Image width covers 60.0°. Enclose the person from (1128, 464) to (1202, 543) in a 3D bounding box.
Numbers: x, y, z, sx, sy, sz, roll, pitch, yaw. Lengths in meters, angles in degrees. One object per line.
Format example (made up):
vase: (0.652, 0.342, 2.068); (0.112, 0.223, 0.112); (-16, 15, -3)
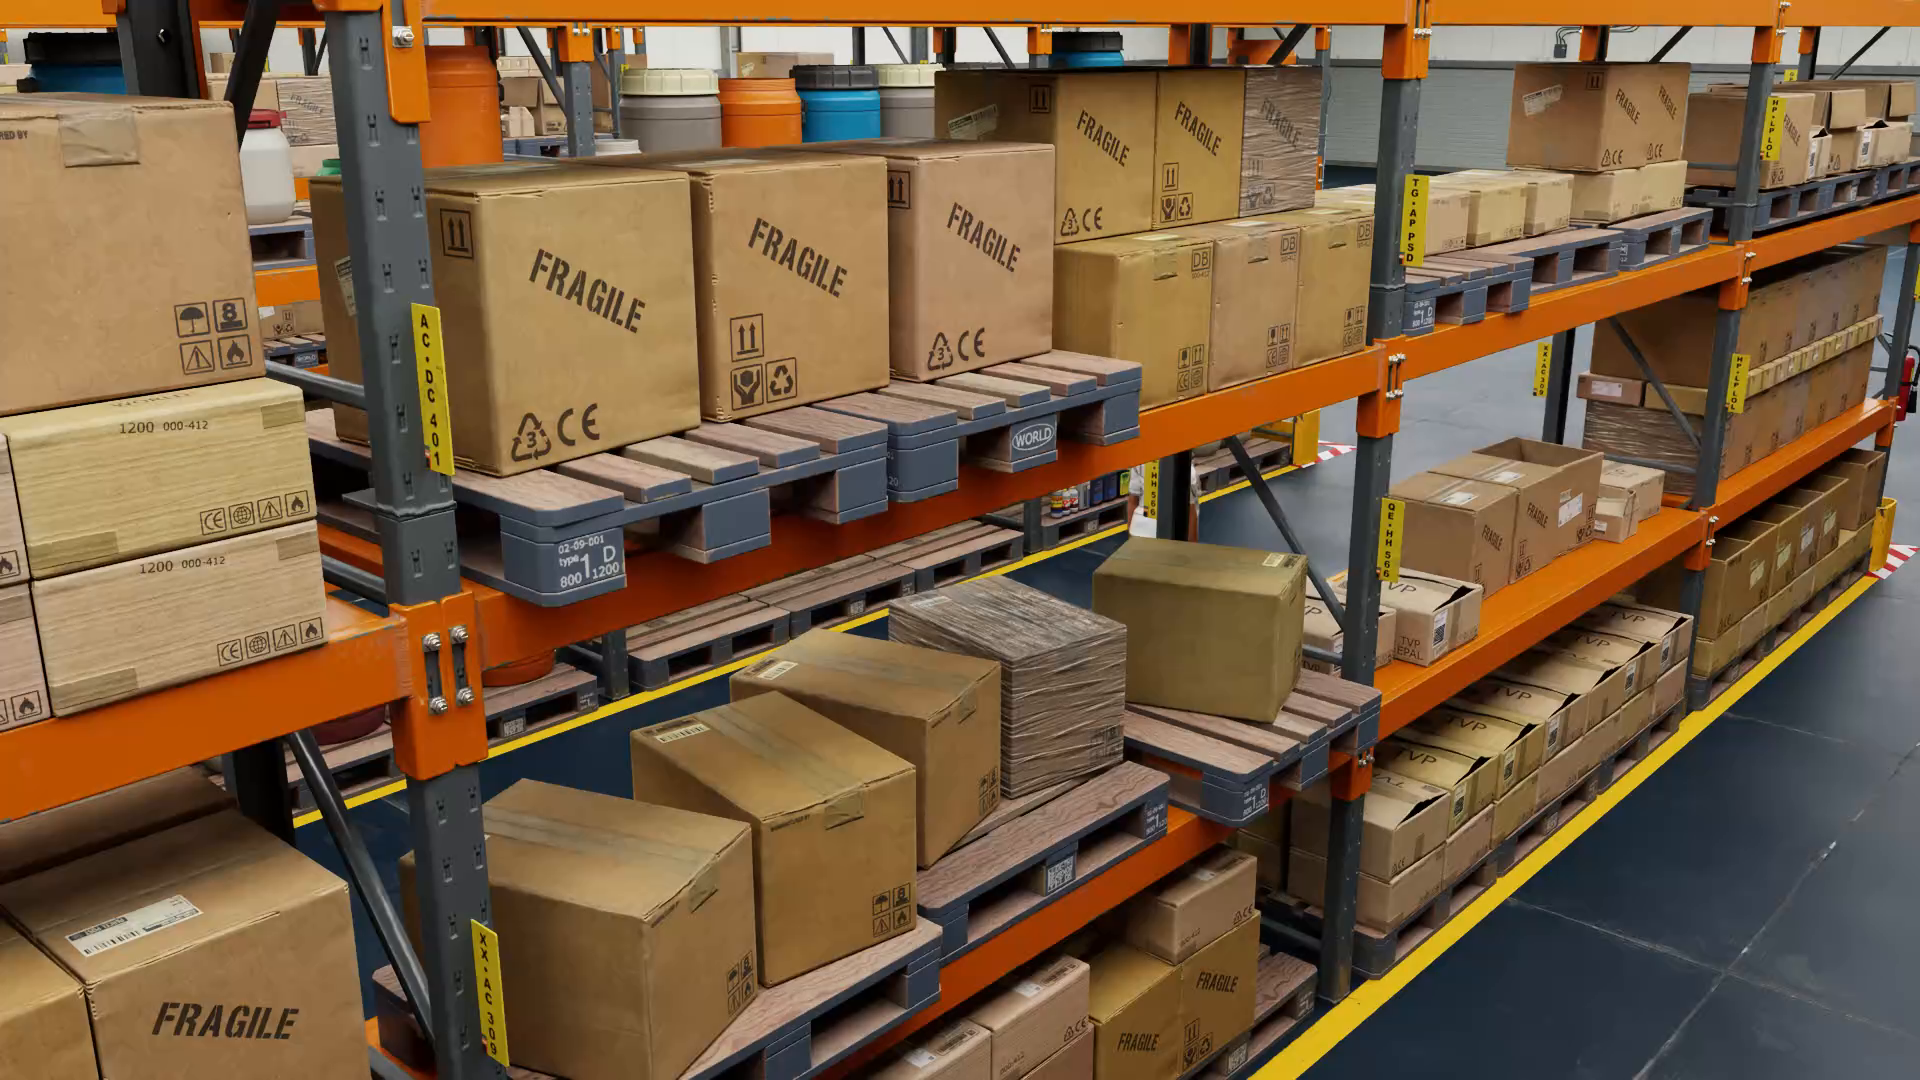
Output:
person: (1.327, 0.000, 10.534); (0.488, 1.666, 0.494); (15, 22, 40)
